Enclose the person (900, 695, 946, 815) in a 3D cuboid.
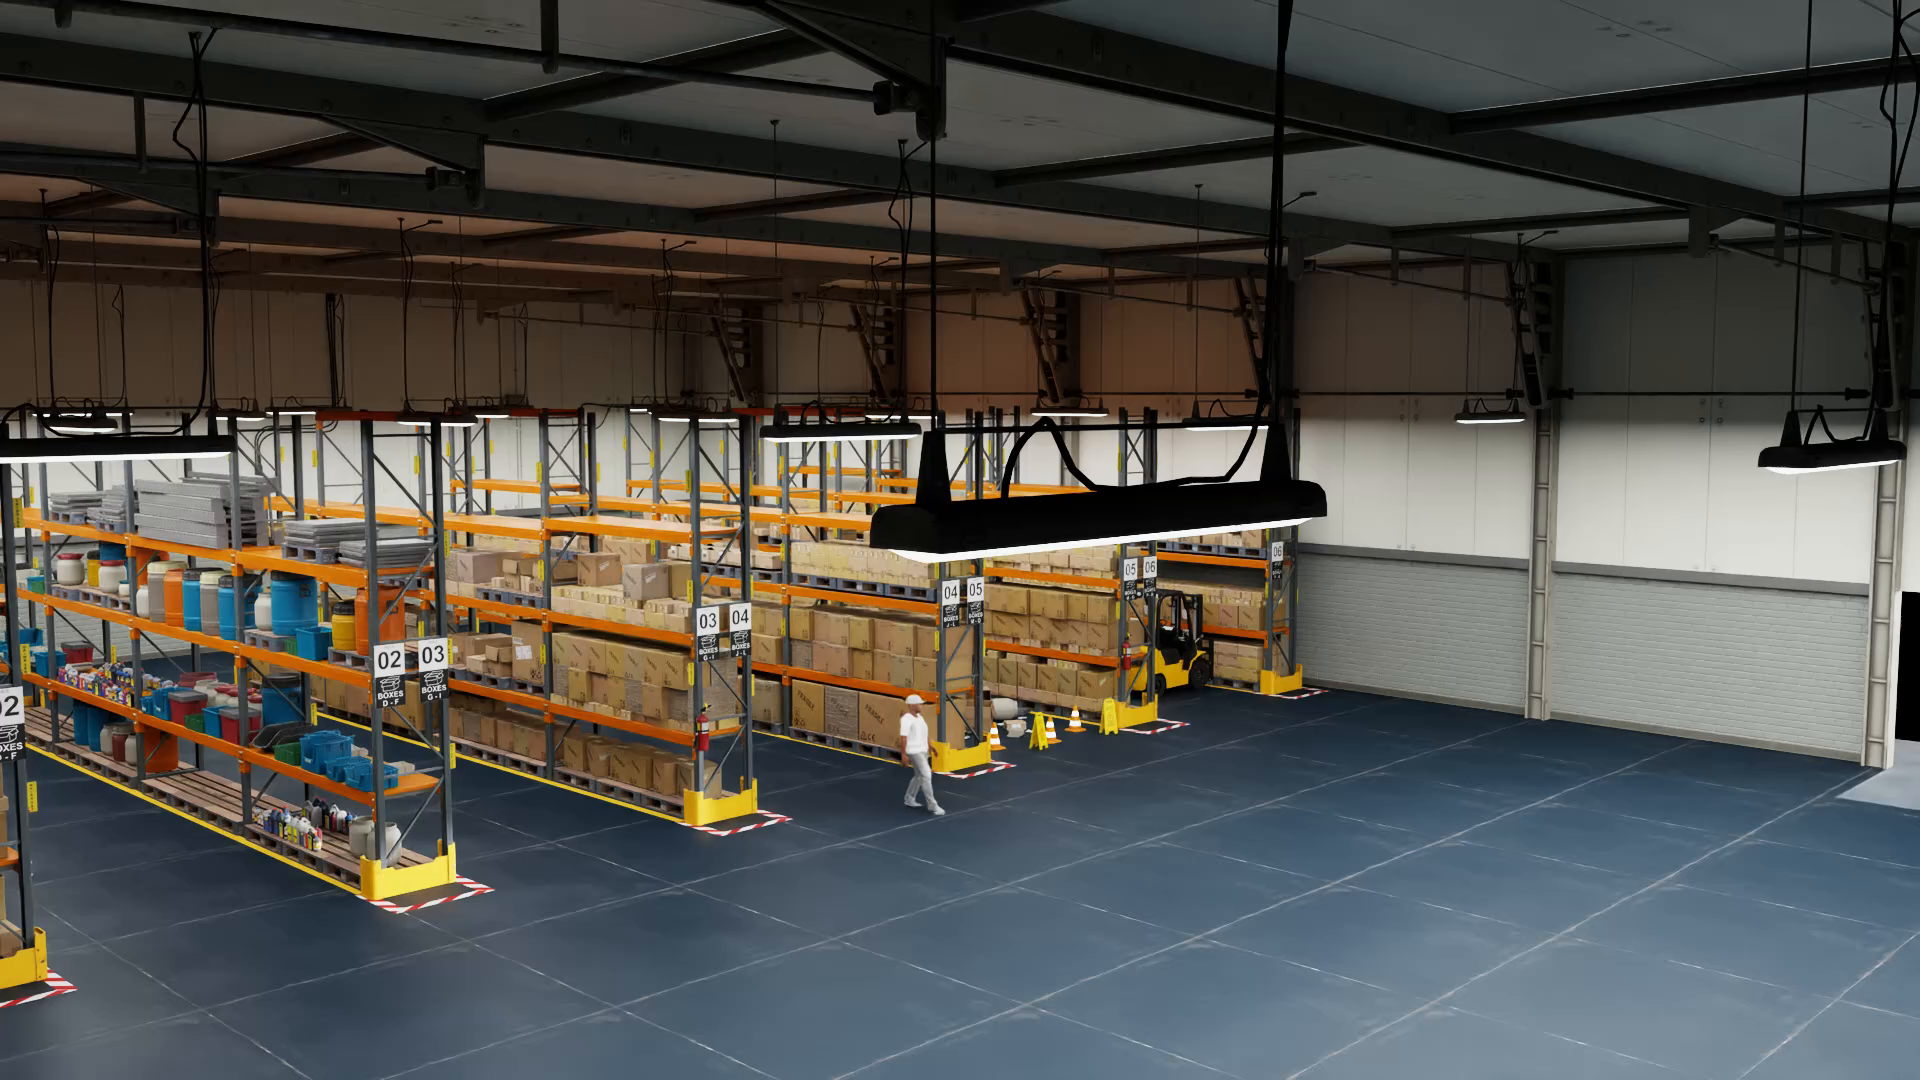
[{"bbox_3d":[-0.525,3.237,25.238,0.782,1.765,0.600,2,5,20],"label":"person"}]
